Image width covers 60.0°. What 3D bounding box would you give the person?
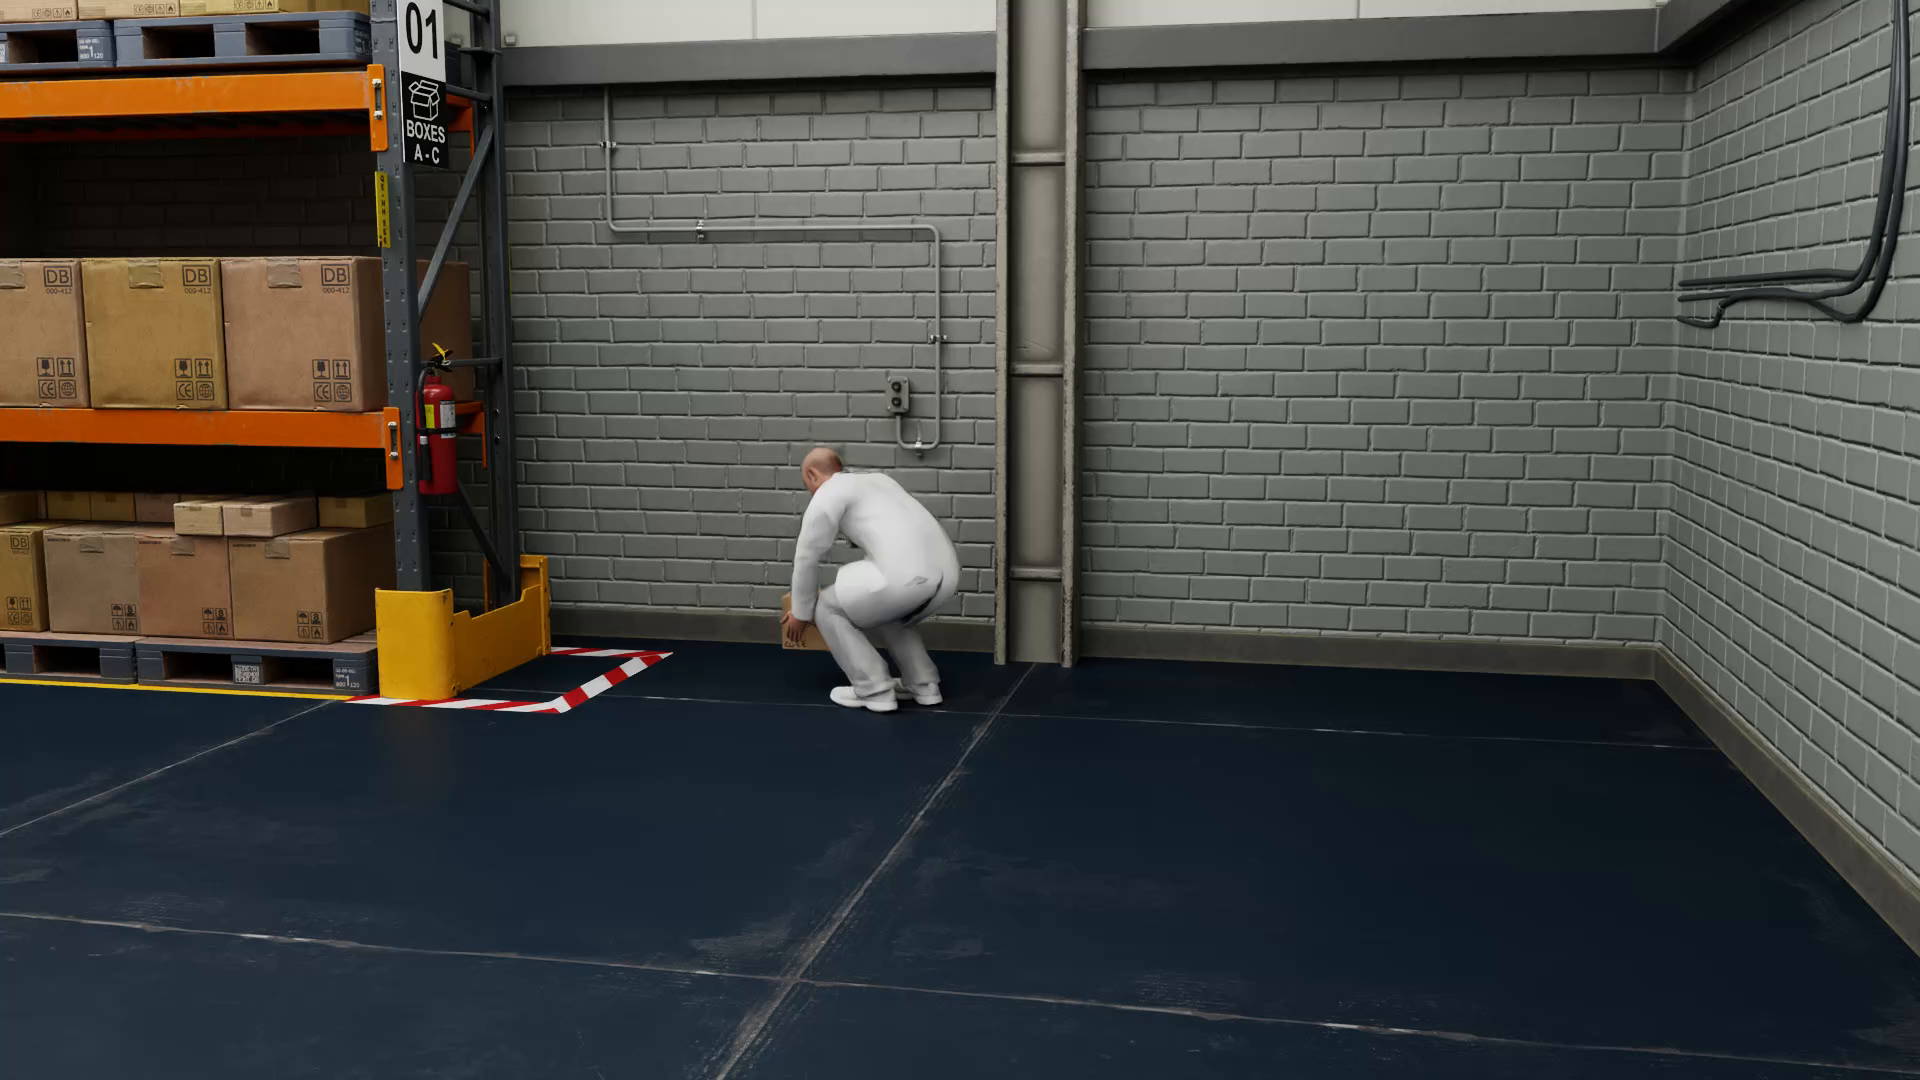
[{"bbox_3d":[-0.397,0.168,7.474,0.861,1.145,0.617,8,11,44],"label":"person"}]
